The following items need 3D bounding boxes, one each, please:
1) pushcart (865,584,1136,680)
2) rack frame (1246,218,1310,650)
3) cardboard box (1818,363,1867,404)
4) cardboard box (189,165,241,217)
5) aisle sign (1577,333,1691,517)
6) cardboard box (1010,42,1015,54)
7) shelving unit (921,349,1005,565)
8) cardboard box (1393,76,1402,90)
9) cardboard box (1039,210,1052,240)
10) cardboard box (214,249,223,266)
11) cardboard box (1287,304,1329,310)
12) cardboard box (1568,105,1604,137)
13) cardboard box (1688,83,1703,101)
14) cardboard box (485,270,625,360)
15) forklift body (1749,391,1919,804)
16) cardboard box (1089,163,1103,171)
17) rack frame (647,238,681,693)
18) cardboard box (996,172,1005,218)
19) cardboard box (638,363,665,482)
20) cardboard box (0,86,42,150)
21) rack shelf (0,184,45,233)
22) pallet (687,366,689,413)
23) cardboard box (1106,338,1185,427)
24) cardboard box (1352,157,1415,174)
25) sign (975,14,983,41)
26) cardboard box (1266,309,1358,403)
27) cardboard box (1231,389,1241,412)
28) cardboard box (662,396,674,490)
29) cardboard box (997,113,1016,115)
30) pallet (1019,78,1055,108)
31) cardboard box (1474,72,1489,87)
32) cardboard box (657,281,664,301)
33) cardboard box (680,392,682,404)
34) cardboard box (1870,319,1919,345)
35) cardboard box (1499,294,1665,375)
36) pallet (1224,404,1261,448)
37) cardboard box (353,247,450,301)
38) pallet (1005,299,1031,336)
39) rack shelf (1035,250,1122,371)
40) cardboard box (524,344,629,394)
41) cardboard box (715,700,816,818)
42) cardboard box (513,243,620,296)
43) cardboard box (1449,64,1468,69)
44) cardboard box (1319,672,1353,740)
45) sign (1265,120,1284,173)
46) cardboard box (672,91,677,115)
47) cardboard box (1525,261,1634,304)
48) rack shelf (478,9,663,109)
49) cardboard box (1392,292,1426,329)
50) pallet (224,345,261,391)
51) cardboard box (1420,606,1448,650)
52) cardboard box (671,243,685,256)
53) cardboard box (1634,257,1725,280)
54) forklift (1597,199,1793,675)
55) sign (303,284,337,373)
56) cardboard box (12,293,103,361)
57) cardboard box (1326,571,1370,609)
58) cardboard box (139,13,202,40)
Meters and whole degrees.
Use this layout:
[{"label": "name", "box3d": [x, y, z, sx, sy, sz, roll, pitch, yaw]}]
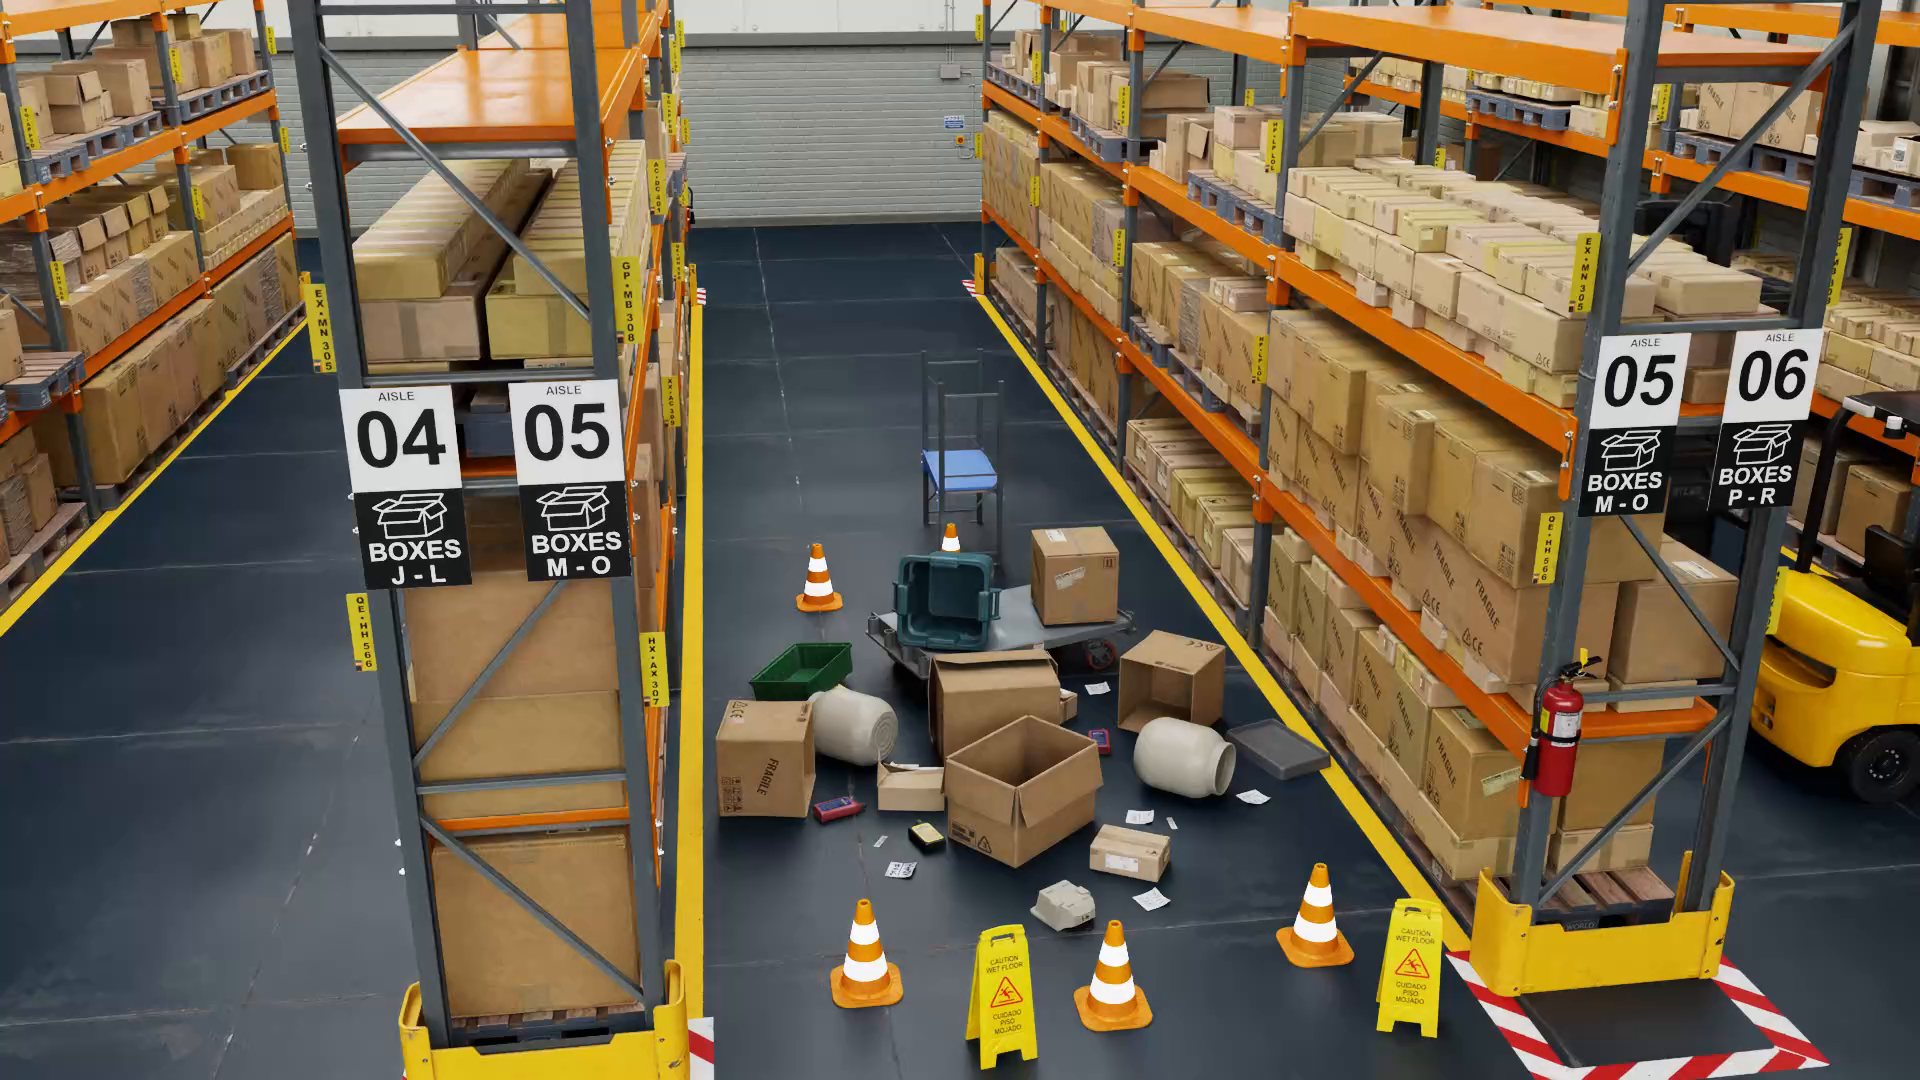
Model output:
[{"label": "pushcart", "box3d": [0.280, 0.682, 11.351, 1.648, 0.377, 0.936, -11, 23, -26]}, {"label": "rack frame", "box3d": [2.529, -0.679, 11.247, 1.000, 3.000, 0.127, -3, 21, -8]}, {"label": "cardboard box", "box3d": [7.031, -1.195, 12.844, 0.500, 0.250, 0.500, -3, 21, -8]}, {"label": "cardboard box", "box3d": [-8.389, -3.899, 18.585, 0.500, 0.500, 0.500, -4, 21, -9]}, {"label": "aisle sign", "box3d": [2.828, -0.476, 6.987, 0.394, 0.787, 0.004, -3, 21, -8]}, {"label": "cardboard box", "box3d": [0.953, -6.261, 21.376, 0.500, 0.250, 0.500, -5, 21, -13]}, {"label": "shelving unit", "box3d": [0.012, -0.673, 13.375, 0.538, 1.500, 1.048, -3, 21, -8]}, {"label": "cardboard box", "box3d": [5.652, -5.715, 20.803, 0.380, 0.149, 0.250, -3, 21, -8]}, {"label": "cardboard box", "box3d": [1.161, -3.446, 18.156, 0.500, 0.250, 0.500, -4, 21, -9]}, {"label": "cardboard box", "box3d": [-8.182, -3.041, 17.931, 0.380, 0.149, 0.250, -4, 21, -10]}, {"label": "cardboard box", "box3d": [2.673, -1.412, 12.041, 0.500, 0.500, 0.500, -3, 21, -8]}, {"label": "cardboard box", "box3d": [6.404, -4.163, 16.503, 0.500, 0.250, 0.500, -3, 21, -8]}, {"label": "cardboard box", "box3d": [7.077, -4.207, 15.626, 0.380, 0.149, 0.250, -3, 21, -7]}, {"label": "cardboard box", "box3d": [-1.593, -0.907, 6.617, 0.500, 0.250, 0.500, -3, 21, -8]}, {"label": "forklift body", "box3d": [5.939, 0.287, 9.873, 2.313, 2.155, 1.214, -3, 21, -8]}, {"label": "cardboard box", "box3d": [1.689, -3.822, 18.090, 0.500, 0.500, 0.500, -2, 21, -6]}, {"label": "rack frame", "box3d": [-2.354, -0.394, 10.485, 1.000, 3.000, 0.127, -3, 21, -8]}, {"label": "cardboard box", "box3d": [0.741, -4.349, 20.931, 0.500, 0.500, 0.500, -3, 21, -8]}, {"label": "cardboard box", "box3d": [-2.141, -0.656, 9.429, 0.875, 0.550, 0.550, -3, 21, -8]}, {"label": "cardboard box", "box3d": [-8.013, -3.422, 13.556, 0.797, 0.503, 0.637, -2, 21, -5]}, {"label": "rack shelf", "box3d": [-7.565, -1.940, 11.364, 1.077, 0.370, 4.000, -3, 21, -8]}, {"label": "pallet", "box3d": [-3.394, -1.588, 17.667, 1.003, 0.211, 1.213, -3, 21, -8]}, {"label": "cardboard box", "box3d": [1.935, -1.509, 15.905, 0.875, 0.875, 0.875, -3, 21, -8]}, {"label": "cardboard box", "box3d": [2.842, -2.433, 11.271, 0.500, 0.250, 0.500, -3, 21, -9]}, {"label": "sign", "box3d": [0.250, -6.660, 21.610, 0.100, 0.325, 0.005, -3, 21, -8]}, {"label": "cardboard box", "box3d": [2.378, -1.170, 10.565, 0.700, 0.500, 0.500, -3, 21, -8]}, {"label": "cardboard box", "box3d": [2.161, -1.014, 11.904, 0.380, 0.149, 0.250, -4, 21, -9]}, {"label": "cardboard box", "box3d": [-2.164, -0.637, 10.991, 0.500, 0.500, 0.500, -3, 21, -7]}, {"label": "cardboard box", "box3d": [0.685, -5.429, 21.465, 0.380, 0.149, 0.250, -2, 21, -6]}, {"label": "pallet", "box3d": [1.269, -5.096, 18.913, 1.003, 0.211, 1.213, -3, 21, -8]}, {"label": "cardboard box", "box3d": [5.937, -5.108, 18.434, 0.380, 0.149, 0.250, -3, 21, -7]}, {"label": "cardboard box", "box3d": [-2.802, -2.175, 14.586, 0.380, 0.149, 0.250, -2, 21, -5]}, {"label": "cardboard box", "box3d": [-2.791, -1.407, 15.097, 0.500, 0.250, 0.500, -4, 21, -10]}, {"label": "cardboard box", "box3d": [7.133, -1.564, 12.547, 0.380, 0.149, 0.250, -3, 21, -8]}, {"label": "cardboard box", "box3d": [2.766, -0.932, 7.426, 0.500, 0.250, 0.500, -3, 21, -8]}, {"label": "pallet", "box3d": [2.563, -0.861, 12.009, 1.003, 0.211, 1.213, -3, 21, -8]}, {"label": "cardboard box", "box3d": [-2.162, -1.013, 6.332, 0.380, 0.149, 0.250, -3, 21, -7]}, {"label": "pallet", "box3d": [1.165, -2.833, 21.000, 1.003, 0.211, 1.213, -3, 21, -8]}, {"label": "rack shelf", "box3d": [1.664, -2.419, 16.935, 1.077, 0.370, 4.000, -3, 21, -8]}, {"label": "cardboard box", "box3d": [-1.510, -0.675, 6.566, 0.380, 0.149, 0.250, -3, 21, -7]}, {"label": "cardboard box", "box3d": [-1.115, 1.261, 9.621, 0.500, 0.500, 0.500, 1, 20, 2]}, {"label": "cardboard box", "box3d": [-1.511, -1.046, 6.418, 0.380, 0.149, 0.250, -3, 21, -7]}, {"label": "cardboard box", "box3d": [5.977, -5.572, 19.134, 0.500, 0.250, 0.500, -3, 21, -8]}, {"label": "cardboard box", "box3d": [2.514, 0.998, 10.086, 0.500, 0.250, 0.500, -3, 21, -8]}, {"label": "sign", "box3d": [1.981, -2.482, 10.484, 0.100, 0.325, 0.005, -3, 21, -8]}, {"label": "cardboard box", "box3d": [-3.313, -4.673, 17.867, 0.500, 0.250, 0.500, -2, 21, -5]}, {"label": "cardboard box", "box3d": [2.766, -1.149, 7.436, 0.380, 0.149, 0.250, -3, 21, -7]}, {"label": "rack shelf", "box3d": [-2.643, -3.373, 11.485, 1.077, 0.370, 4.000, -3, 21, -8]}, {"label": "cardboard box", "box3d": [2.512, -1.220, 8.769, 0.380, 0.149, 0.250, -3, 21, -8]}, {"label": "pallet", "box3d": [-8.463, -1.910, 18.528, 1.003, 0.211, 1.213, -3, 21, -8]}, {"label": "cardboard box", "box3d": [2.611, 0.445, 8.596, 0.380, 0.149, 0.250, -3, 21, -7]}, {"label": "cardboard box", "box3d": [-3.225, -3.161, 18.252, 0.380, 0.149, 0.250, -2, 21, -6]}, {"label": "cardboard box", "box3d": [3.205, -1.175, 7.507, 0.380, 0.149, 0.250, -3, 21, -8]}, {"label": "forklift", "box3d": [5.072, -0.812, 11.701, 1.130, 2.935, 3.031, -3, 21, -8]}, {"label": "sign", "box3d": [-2.317, -0.770, 6.050, 0.100, 0.325, 0.005, -3, 21, -8]}, {"label": "cardboard box", "box3d": [-7.655, -1.793, 14.086, 0.500, 0.500, 0.500, -2, 21, -6]}, {"label": "cardboard box", "box3d": [2.423, 0.292, 9.977, 0.380, 0.149, 0.250, -2, 21, -5]}, {"label": "cardboard box", "box3d": [-8.726, -5.681, 18.394, 0.500, 0.250, 0.500, -4, 21, -9]}]
